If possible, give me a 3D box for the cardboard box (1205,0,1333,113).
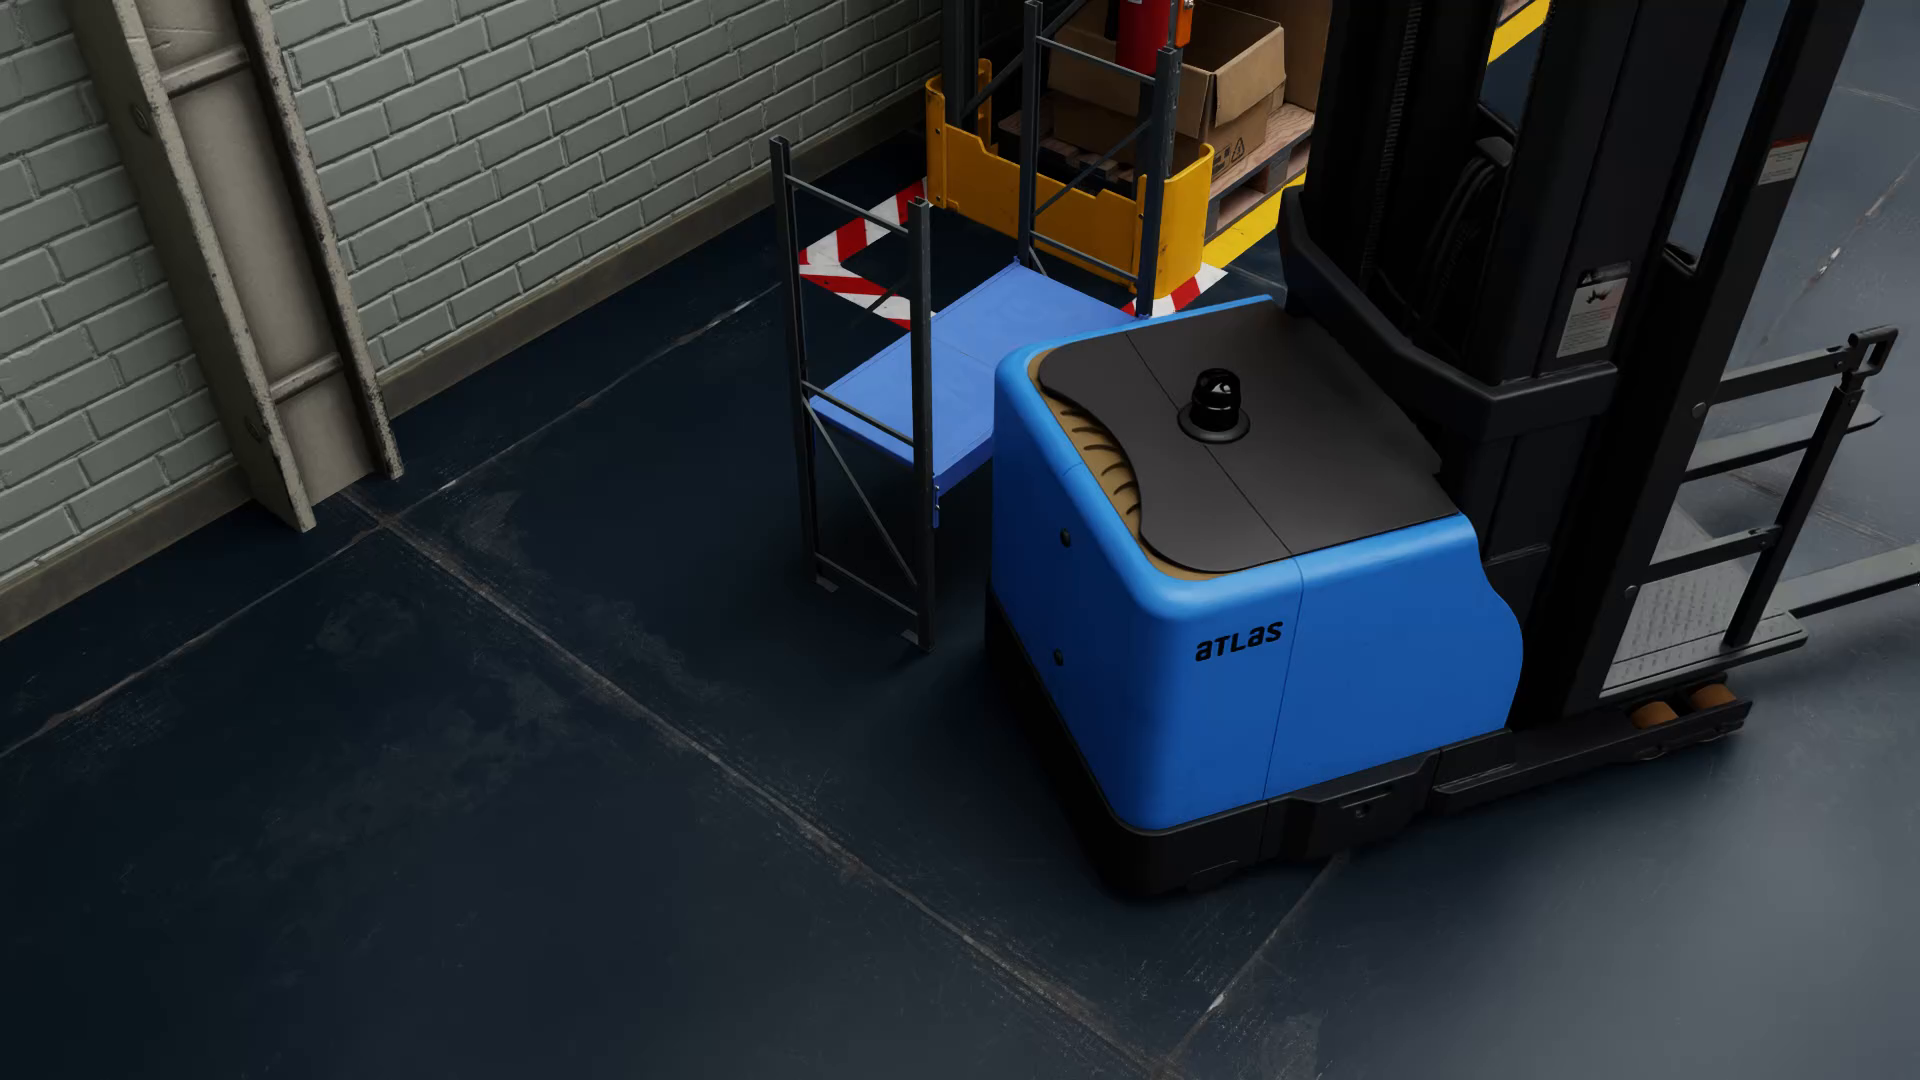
[{"bbox_3d":[1.394,-2.224,7.012,0.700,0.500,0.500,32,51,30],"label":"cardboard box"}]

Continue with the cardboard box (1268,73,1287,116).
[{"bbox_3d":[1.118,-1.873,6.887,0.380,0.149,0.250,28,49,27],"label":"cardboard box"}]

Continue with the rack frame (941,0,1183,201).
[{"bbox_3d":[0.348,-2.296,5.546,1.000,3.000,0.127,29,50,28],"label":"rack frame"}]

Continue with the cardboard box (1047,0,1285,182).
[{"bbox_3d":[0.815,-1.802,6.546,0.797,0.503,0.637,28,49,27],"label":"cardboard box"}]

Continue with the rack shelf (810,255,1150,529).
[{"bbox_3d":[0.055,-0.466,4.915,0.538,0.185,1.000,29,50,28],"label":"rack shelf"}]

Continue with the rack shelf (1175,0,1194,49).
[{"bbox_3d":[1.635,-3.060,6.920,1.077,0.370,4.000,29,50,28],"label":"rack shelf"}]

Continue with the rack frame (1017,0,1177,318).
[{"bbox_3d":[0.382,-0.861,5.082,0.500,1.500,0.032,29,50,28],"label":"rack frame"}]

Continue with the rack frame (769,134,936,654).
[{"bbox_3d":[-0.272,-0.337,4.506,0.500,1.500,0.032,29,50,28],"label":"rack frame"}]

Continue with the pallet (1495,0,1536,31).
[{"bbox_3d":[2.480,-2.971,8.361,1.003,0.211,1.213,29,50,28],"label":"pallet"}]

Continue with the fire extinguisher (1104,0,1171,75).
[{"bbox_3d":[0.607,-1.854,5.394,0.296,0.674,0.183,29,50,28],"label":"fire extinguisher"}]

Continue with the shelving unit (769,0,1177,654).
[{"bbox_3d":[0.055,-0.599,4.794,0.538,1.500,1.048,29,50,28],"label":"shelving unit"}]

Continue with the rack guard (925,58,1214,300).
[{"bbox_3d":[0.397,-1.411,6.430,1.175,0.500,0.348,29,50,28],"label":"rack guard"}]

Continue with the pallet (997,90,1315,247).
[{"bbox_3d":[0.910,-1.715,6.979,1.003,0.211,1.213,29,50,28],"label":"pallet"}]

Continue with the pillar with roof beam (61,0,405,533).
[{"bbox_3d":[1.218,-1.654,0.380,9.100,9.000,0.400,29,50,28],"label":"pillar with roof beam"}]

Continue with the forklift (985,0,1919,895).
[{"bbox_3d":[1.646,-0.800,3.952,3.031,2.935,1.130,-14,44,-15],"label":"forklift"}]
